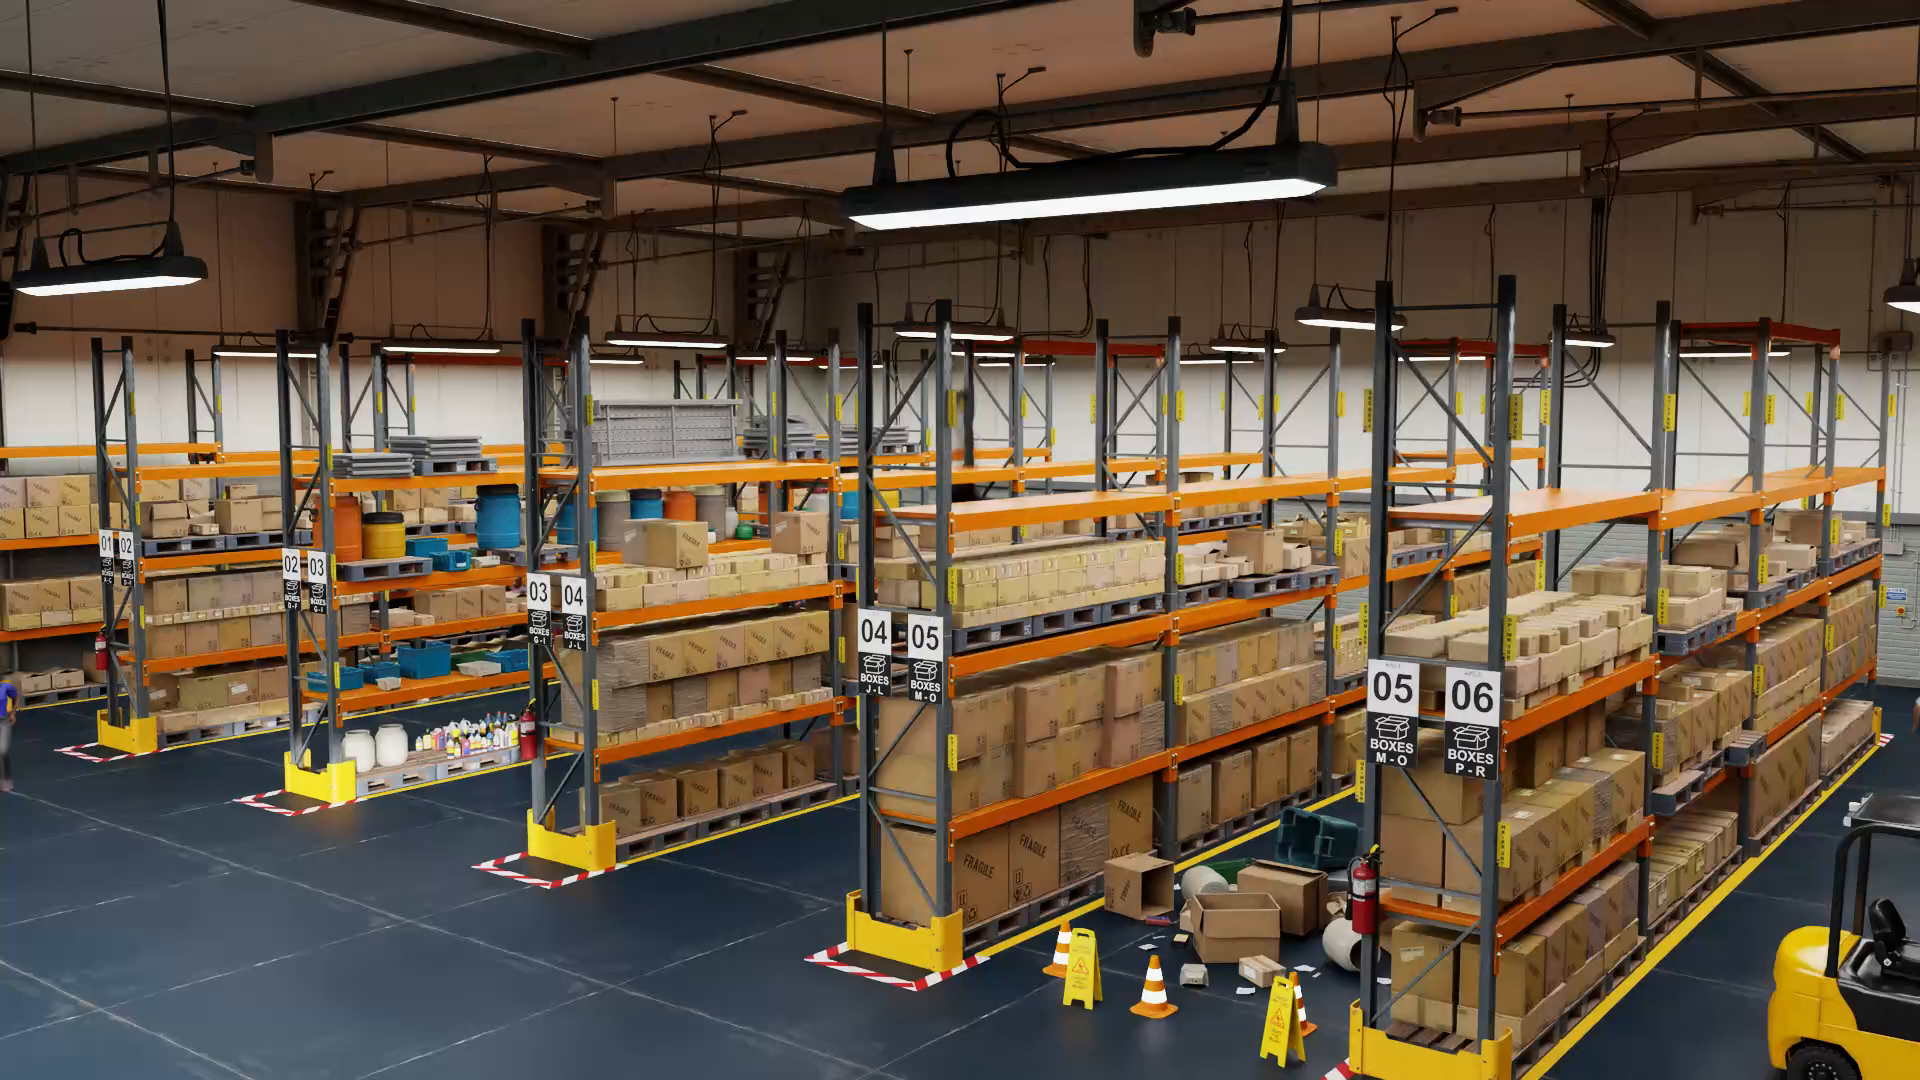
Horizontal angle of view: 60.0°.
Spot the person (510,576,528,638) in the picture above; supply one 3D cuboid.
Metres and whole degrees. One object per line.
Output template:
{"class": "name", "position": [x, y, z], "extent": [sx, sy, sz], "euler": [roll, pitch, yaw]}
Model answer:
{"class": "person", "position": [-8.816, 1.497, 33.470], "extent": [0.523, 1.547, 0.745], "euler": [3, 6, 27]}

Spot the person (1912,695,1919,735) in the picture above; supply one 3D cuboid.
{"class": "person", "position": [12.557, 2.490, 21.409], "extent": [0.543, 1.624, 0.636], "euler": [3, 6, 30]}

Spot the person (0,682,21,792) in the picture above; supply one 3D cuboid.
{"class": "person", "position": [-12.581, 2.520, 21.714], "extent": [0.550, 1.584, 0.717], "euler": [-2, 5, -24]}
